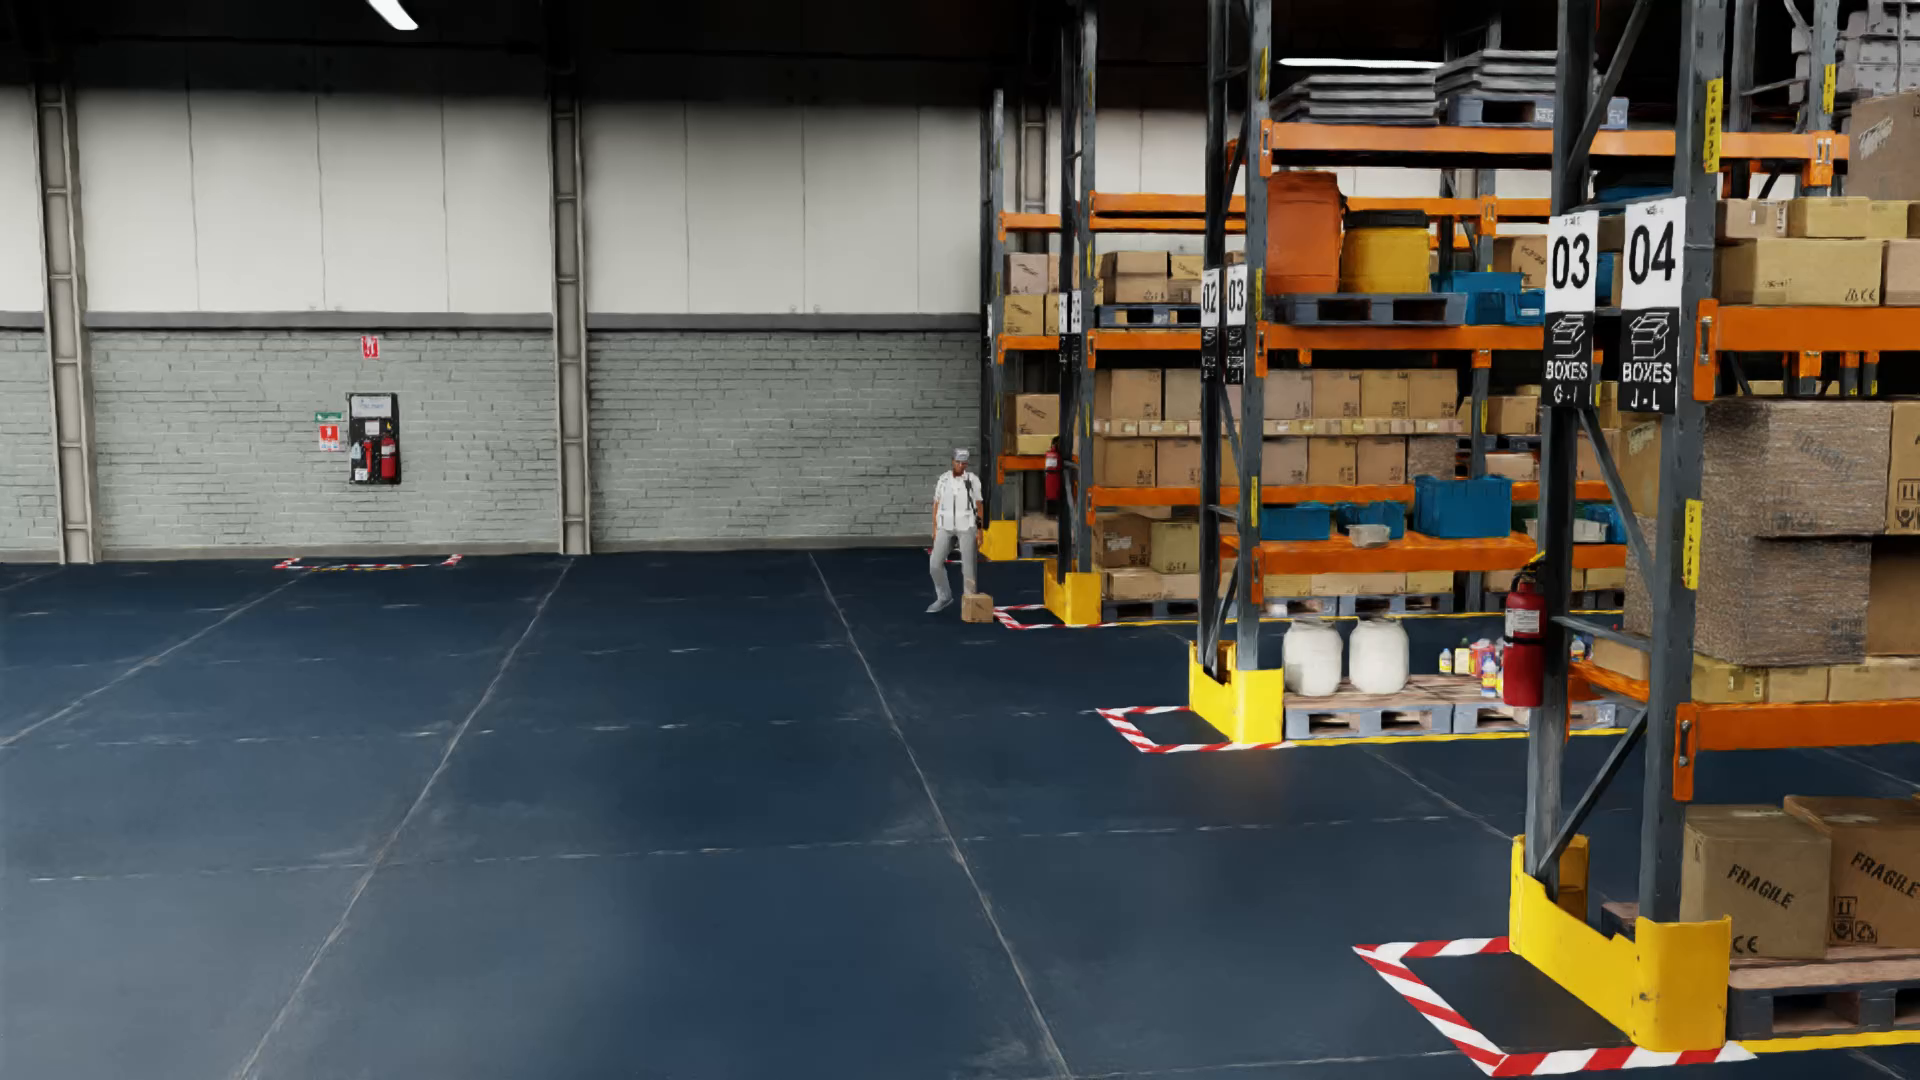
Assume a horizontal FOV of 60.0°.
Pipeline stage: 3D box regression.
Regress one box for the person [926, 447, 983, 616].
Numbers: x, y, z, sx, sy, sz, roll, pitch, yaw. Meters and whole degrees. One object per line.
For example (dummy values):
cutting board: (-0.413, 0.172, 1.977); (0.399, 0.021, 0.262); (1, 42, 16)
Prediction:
person: (-0.058, -0.089, 16.475); (0.578, 1.662, 0.392); (1, 7, 11)
